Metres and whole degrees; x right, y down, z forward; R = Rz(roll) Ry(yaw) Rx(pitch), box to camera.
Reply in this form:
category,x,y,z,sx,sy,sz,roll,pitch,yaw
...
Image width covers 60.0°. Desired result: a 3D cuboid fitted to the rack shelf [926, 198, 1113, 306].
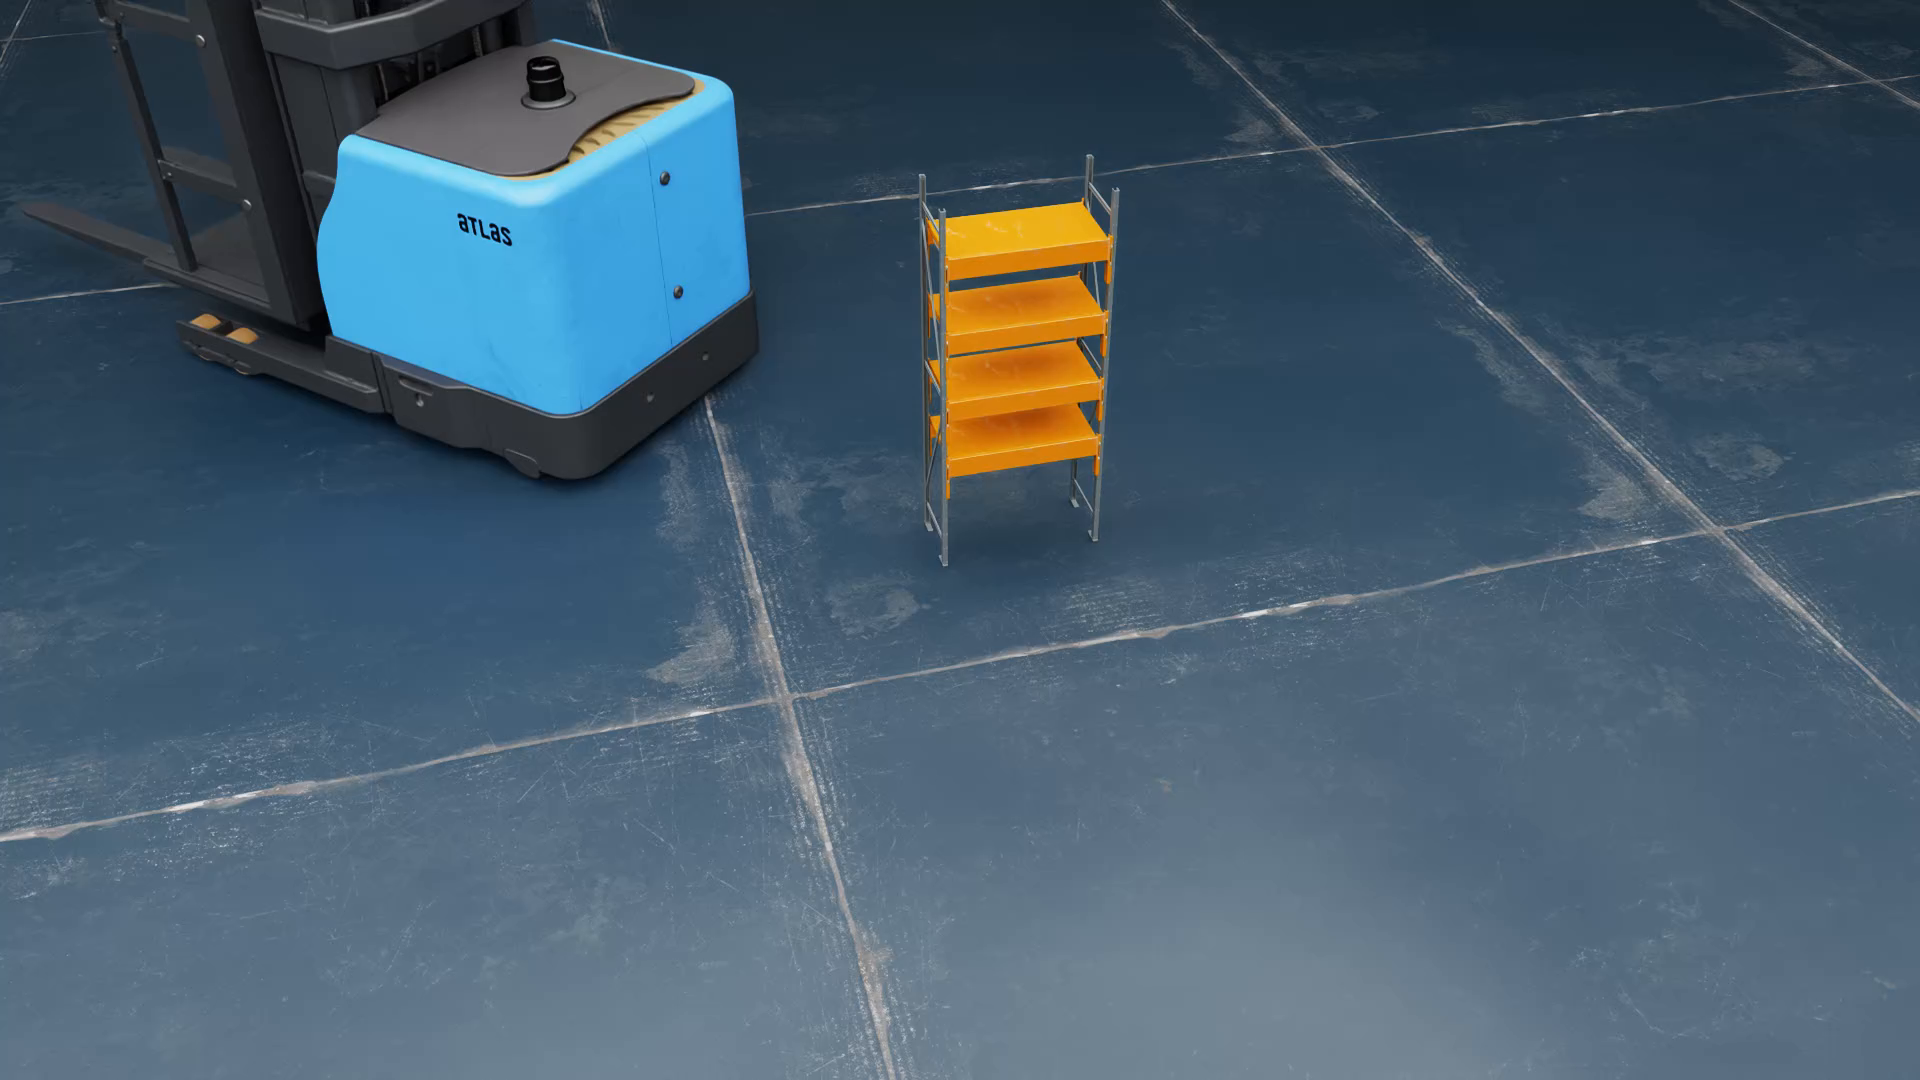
category,x,y,z,sx,sy,sz,roll,pitch,yaw
rack shelf,0.160,-0.815,4.681,0.480,0.148,0.258,-9,38,-12

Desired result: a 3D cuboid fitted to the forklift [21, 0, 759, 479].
category,x,y,z,sx,sy,sz,roll,pitch,yaw
forklift,-2.262,-2.019,5.477,3.031,2.935,1.130,20,42,24

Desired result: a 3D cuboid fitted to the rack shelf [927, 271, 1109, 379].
category,x,y,z,sx,sy,sz,roll,pitch,yaw
rack shelf,0.160,-0.627,4.825,0.480,0.148,0.258,-9,38,-12

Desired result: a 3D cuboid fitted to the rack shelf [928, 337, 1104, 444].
category,x,y,z,sx,sy,sz,roll,pitch,yaw
rack shelf,0.160,-0.449,4.961,0.480,0.148,0.258,-9,38,-12

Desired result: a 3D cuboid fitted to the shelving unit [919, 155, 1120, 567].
category,x,y,z,sx,sy,sz,roll,pitch,yaw
shelving unit,0.160,-0.503,4.920,0.503,1.200,0.258,-9,38,-12

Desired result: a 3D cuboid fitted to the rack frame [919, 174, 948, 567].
category,x,y,z,sx,sy,sz,roll,pitch,yaw
rack frame,-0.076,-0.464,4.869,0.015,1.200,0.240,-9,38,-12

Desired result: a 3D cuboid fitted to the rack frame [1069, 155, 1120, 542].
category,x,y,z,sx,sy,sz,roll,pitch,yaw
rack frame,0.395,-0.541,4.970,0.015,1.200,0.240,-9,38,-12

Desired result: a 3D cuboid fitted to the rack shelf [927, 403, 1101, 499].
category,x,y,z,sx,sy,sz,roll,pitch,yaw
rack shelf,0.160,-0.292,5.081,0.480,0.148,0.258,-9,38,-12
